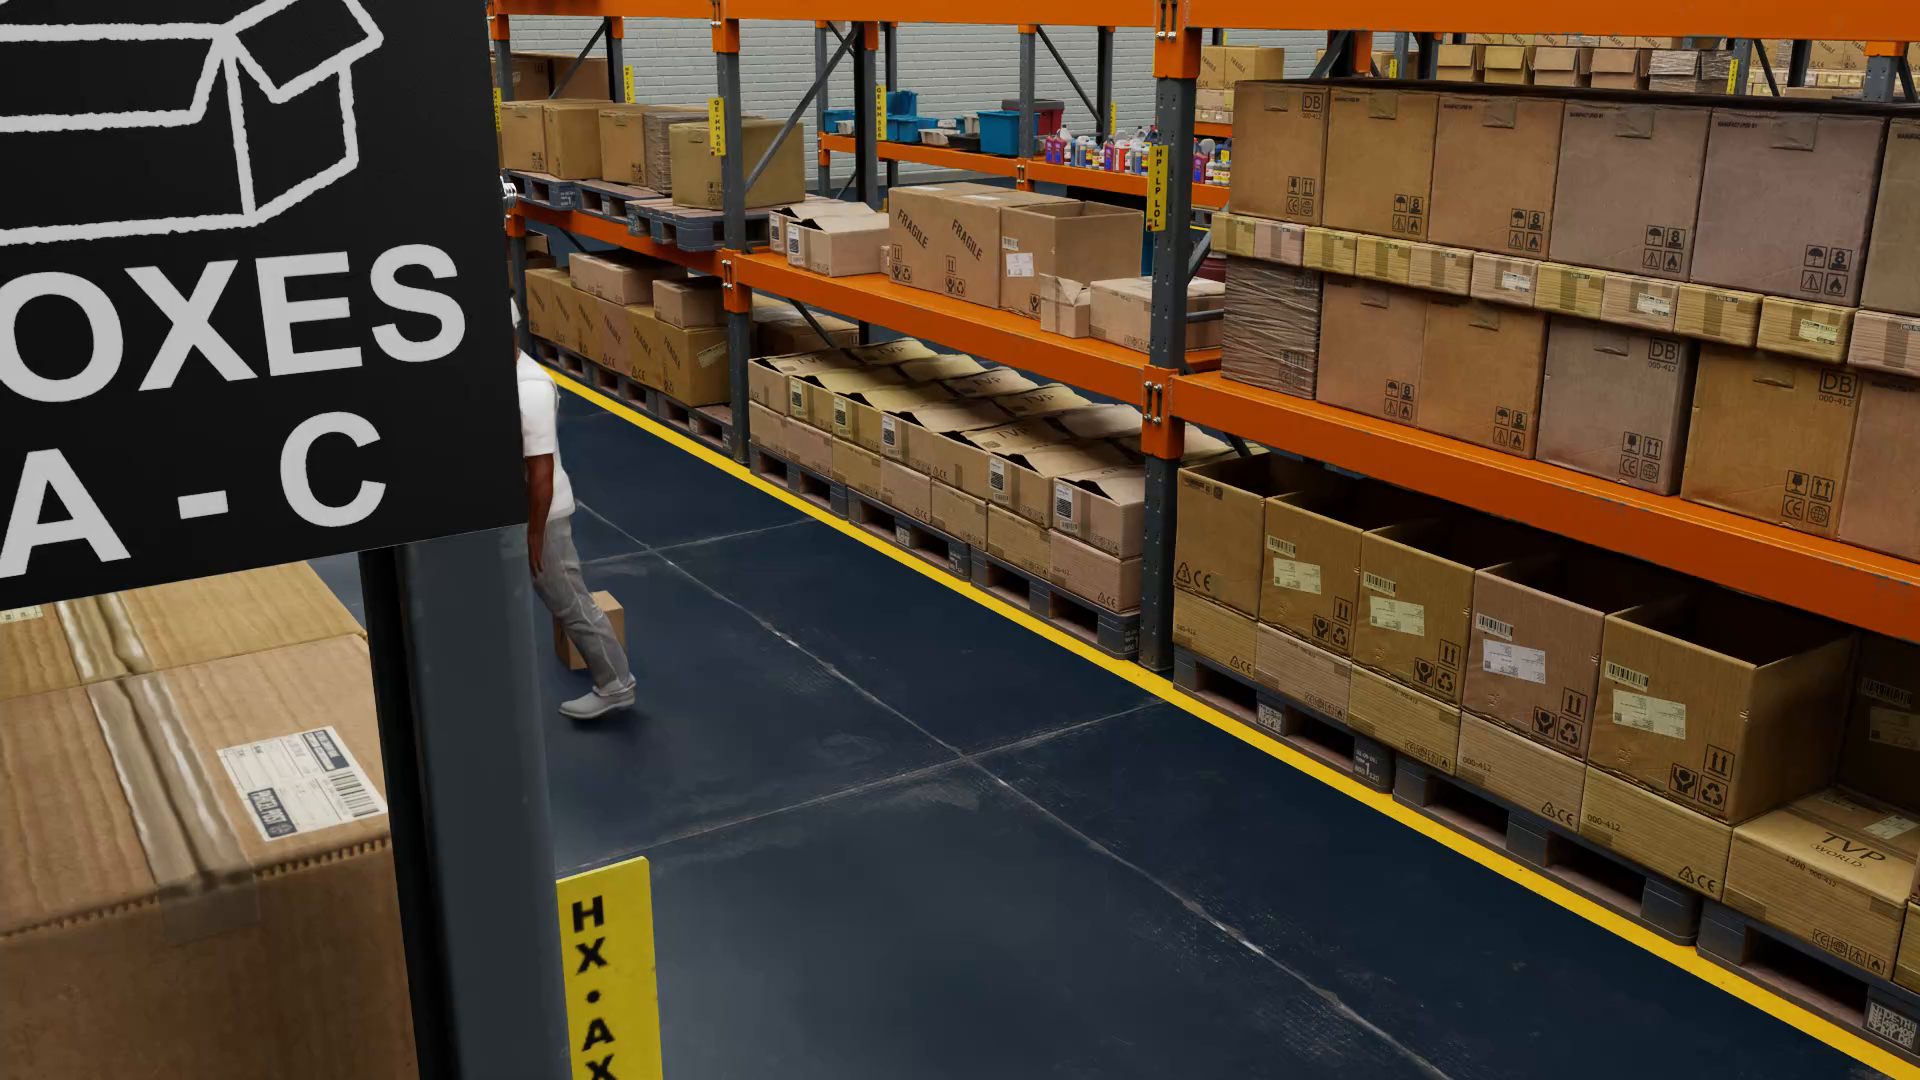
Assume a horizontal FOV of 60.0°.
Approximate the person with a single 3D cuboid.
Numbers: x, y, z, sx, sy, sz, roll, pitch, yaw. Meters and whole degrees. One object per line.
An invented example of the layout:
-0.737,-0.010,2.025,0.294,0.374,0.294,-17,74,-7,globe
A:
-1.692,-0.102,6.309,0.835,1.738,0.618,-12,21,-32,person
